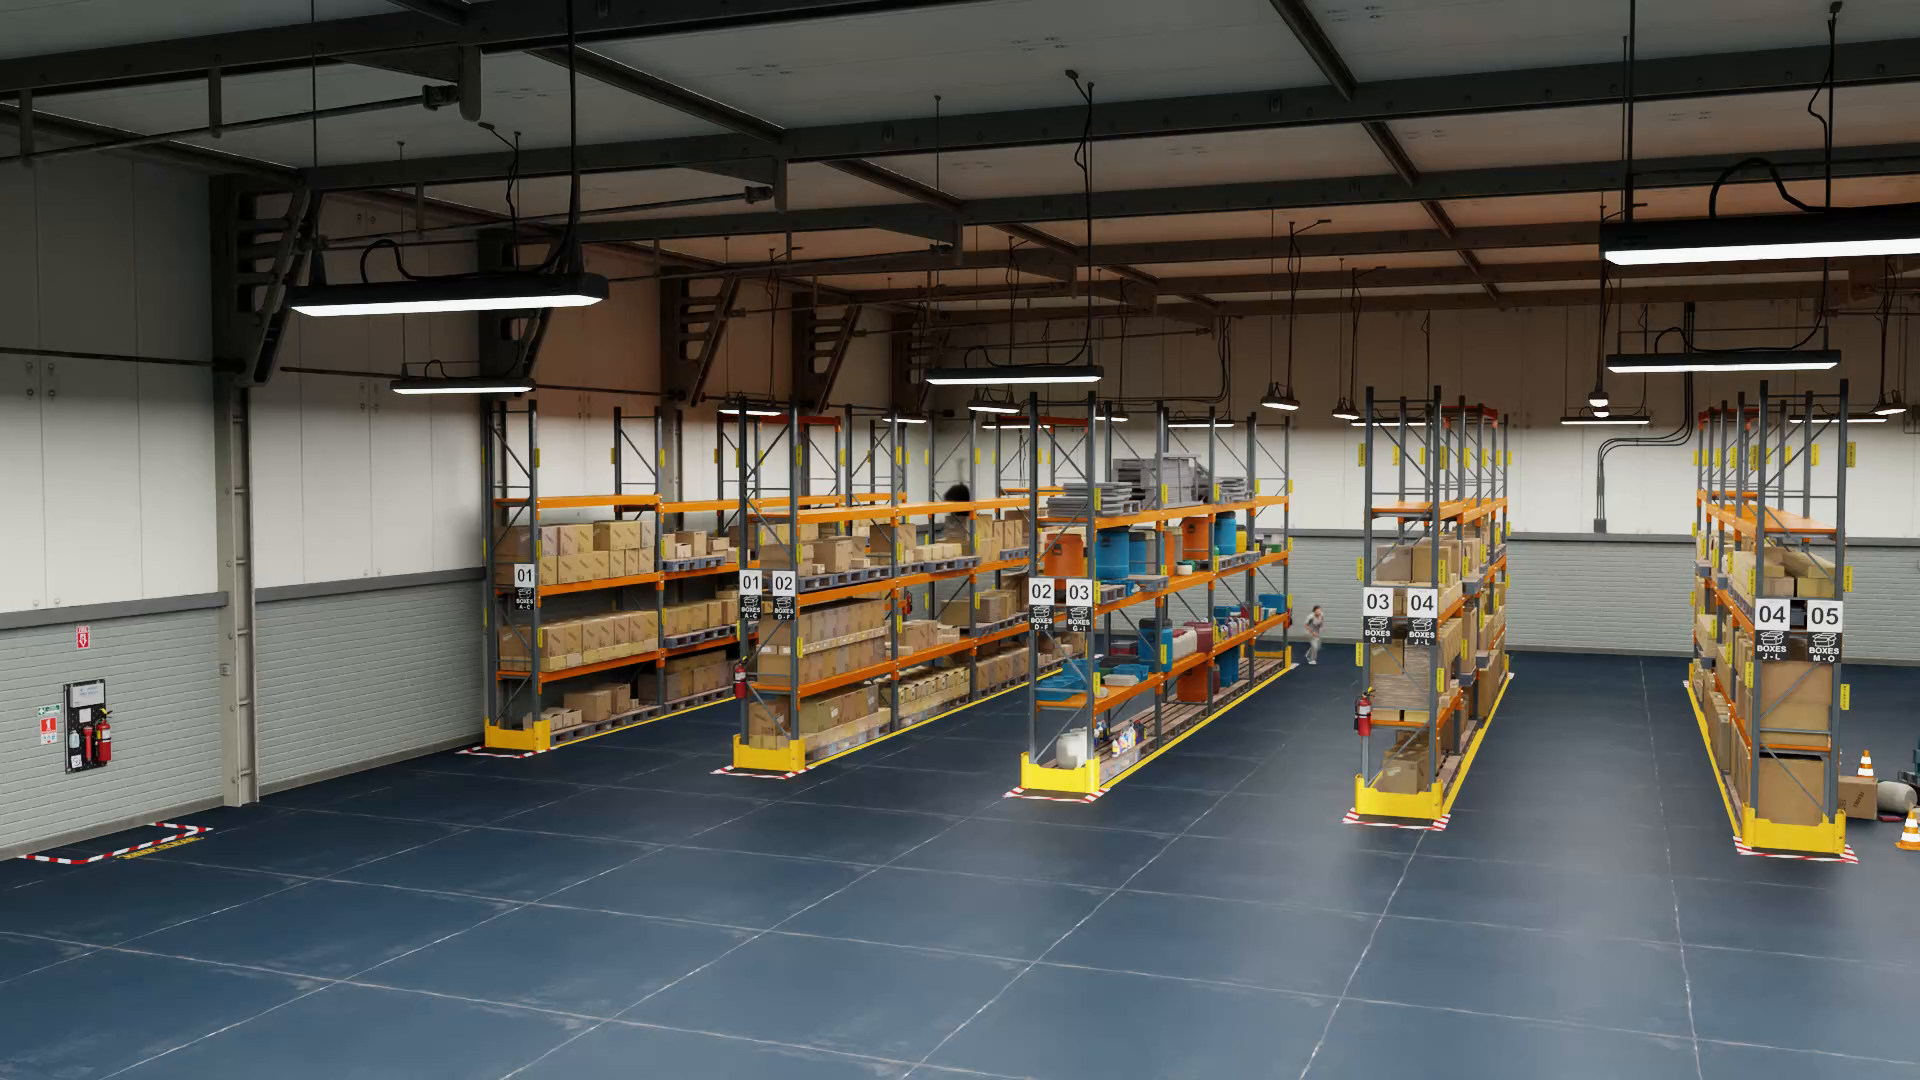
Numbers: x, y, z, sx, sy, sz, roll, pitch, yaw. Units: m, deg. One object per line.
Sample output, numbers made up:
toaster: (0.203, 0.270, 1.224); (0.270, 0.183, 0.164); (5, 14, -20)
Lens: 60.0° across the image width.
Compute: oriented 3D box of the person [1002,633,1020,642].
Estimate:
person: (1.335, 1.977, 43.893); (0.752, 1.761, 0.709); (1, 3, 17)

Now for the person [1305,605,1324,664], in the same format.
person: (8.556, 2.281, 40.363); (0.584, 1.480, 0.884); (-1, 3, -23)
